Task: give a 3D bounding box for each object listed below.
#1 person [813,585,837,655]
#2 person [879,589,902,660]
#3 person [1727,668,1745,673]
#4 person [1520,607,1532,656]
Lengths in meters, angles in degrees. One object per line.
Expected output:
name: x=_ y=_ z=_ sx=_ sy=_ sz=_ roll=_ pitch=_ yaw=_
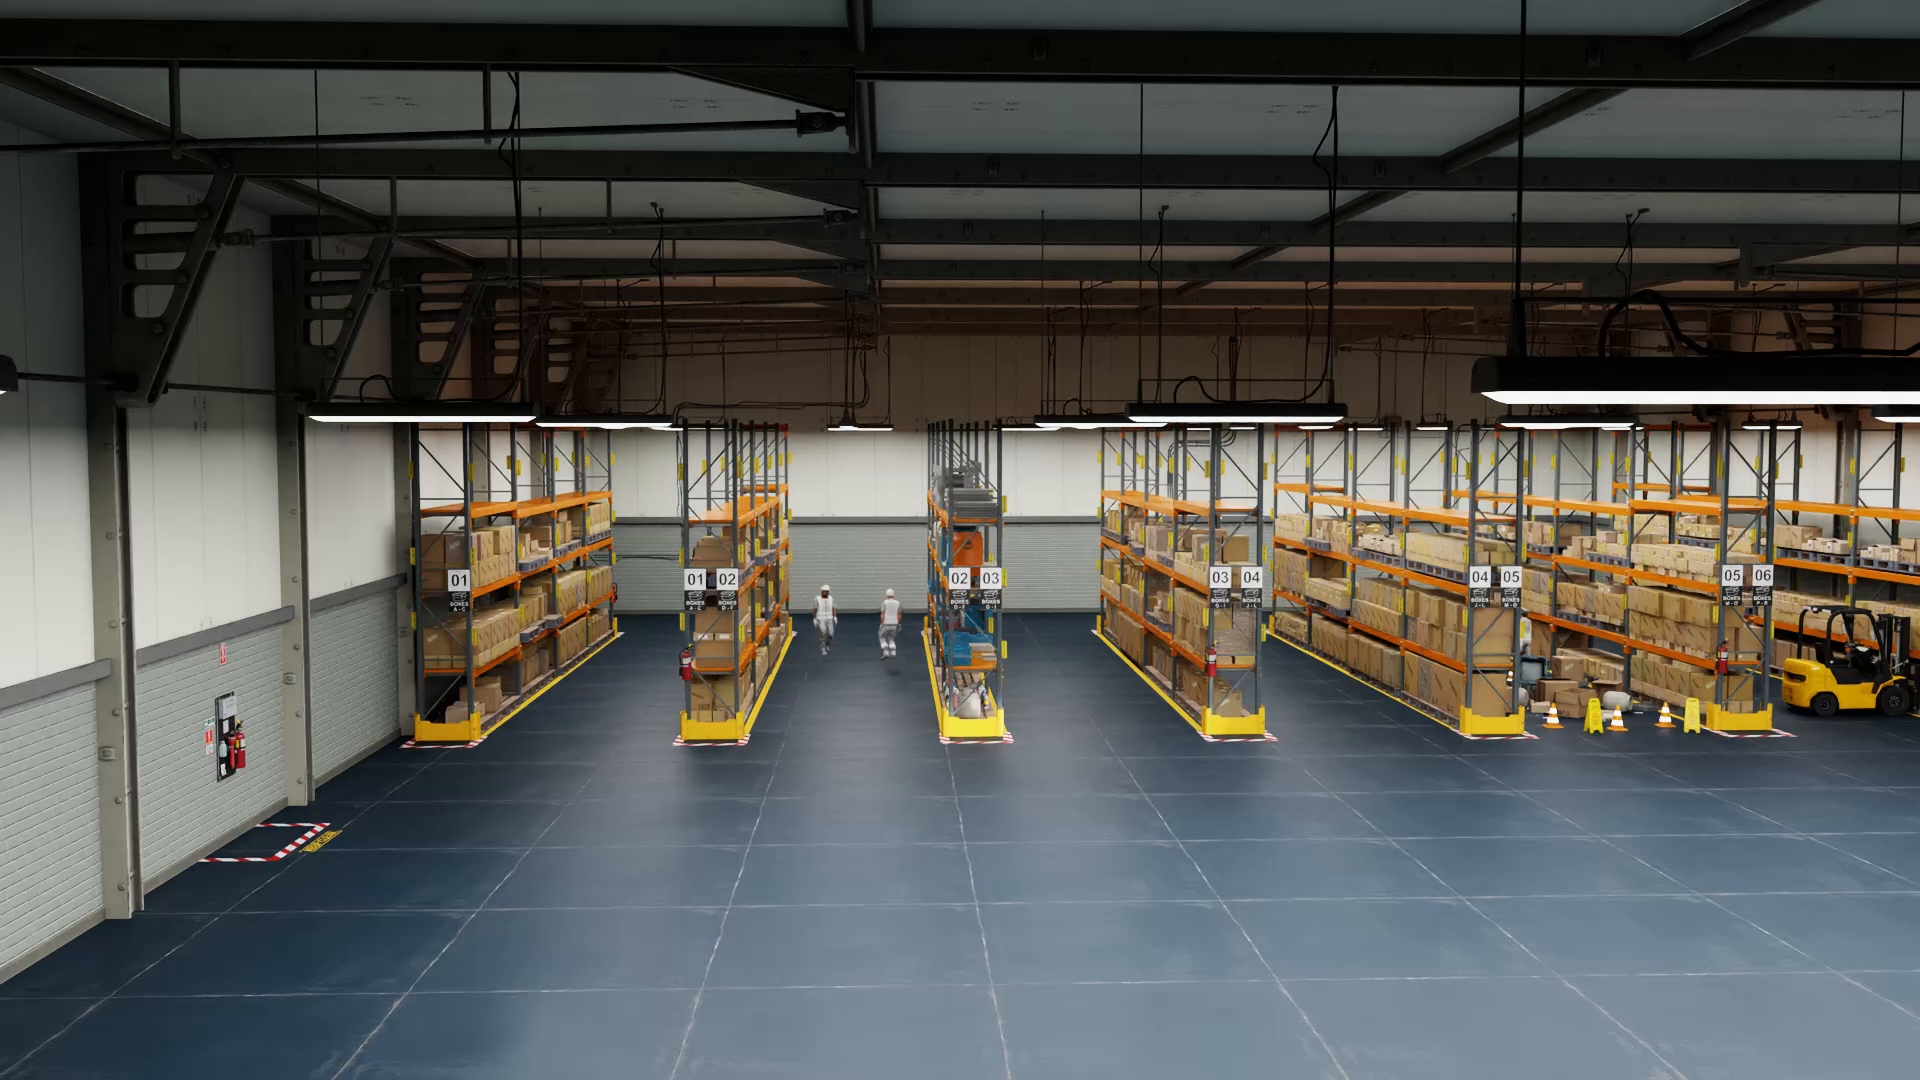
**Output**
person: x=-3.318 y=1.981 z=41.405 sx=0.572 sy=1.694 sz=0.707 roll=-2 pitch=4 yaw=-24
person: x=-1.694 y=2.056 z=40.303 sx=0.590 sy=1.751 sz=0.562 roll=-2 pitch=4 yaw=-23
person: x=17.867 y=2.418 z=38.225 sx=0.542 sy=1.804 sz=0.604 roll=-1 pitch=4 yaw=-14
person: x=13.188 y=2.389 z=38.790 sx=0.467 sy=1.647 sz=0.598 roll=-1 pitch=4 yaw=-16
